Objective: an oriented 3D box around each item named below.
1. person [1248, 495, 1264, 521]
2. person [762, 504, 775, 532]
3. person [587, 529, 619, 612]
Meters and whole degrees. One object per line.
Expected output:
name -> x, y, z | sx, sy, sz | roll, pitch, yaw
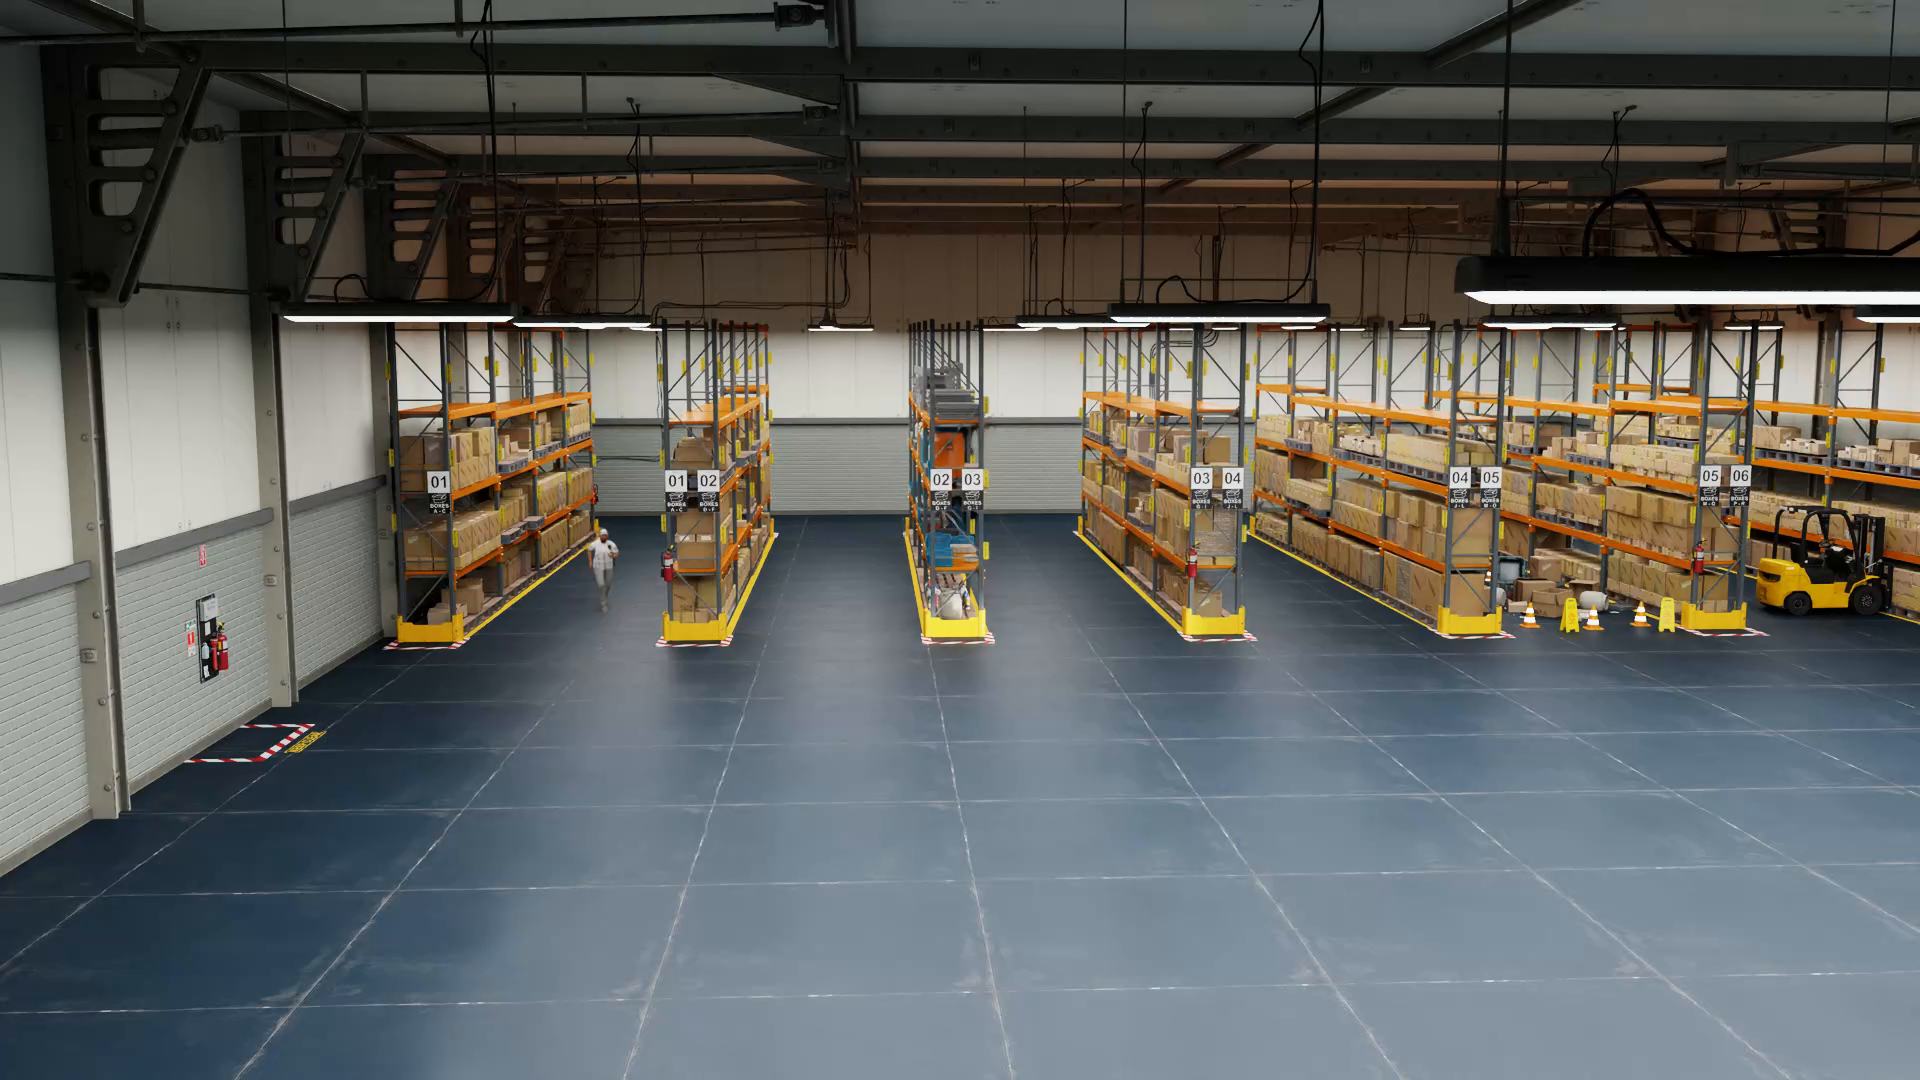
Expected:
person -> 8.828, -1.173, 49.221 | 0.603, 1.653, 0.676 | 2, 7, 19
person -> -5.859, -1.074, 48.180 | 0.840, 1.738, 0.671 | 1, 7, 10
person -> -7.418, 0.589, 34.652 | 0.591, 1.656, 0.891 | -3, 8, -24
